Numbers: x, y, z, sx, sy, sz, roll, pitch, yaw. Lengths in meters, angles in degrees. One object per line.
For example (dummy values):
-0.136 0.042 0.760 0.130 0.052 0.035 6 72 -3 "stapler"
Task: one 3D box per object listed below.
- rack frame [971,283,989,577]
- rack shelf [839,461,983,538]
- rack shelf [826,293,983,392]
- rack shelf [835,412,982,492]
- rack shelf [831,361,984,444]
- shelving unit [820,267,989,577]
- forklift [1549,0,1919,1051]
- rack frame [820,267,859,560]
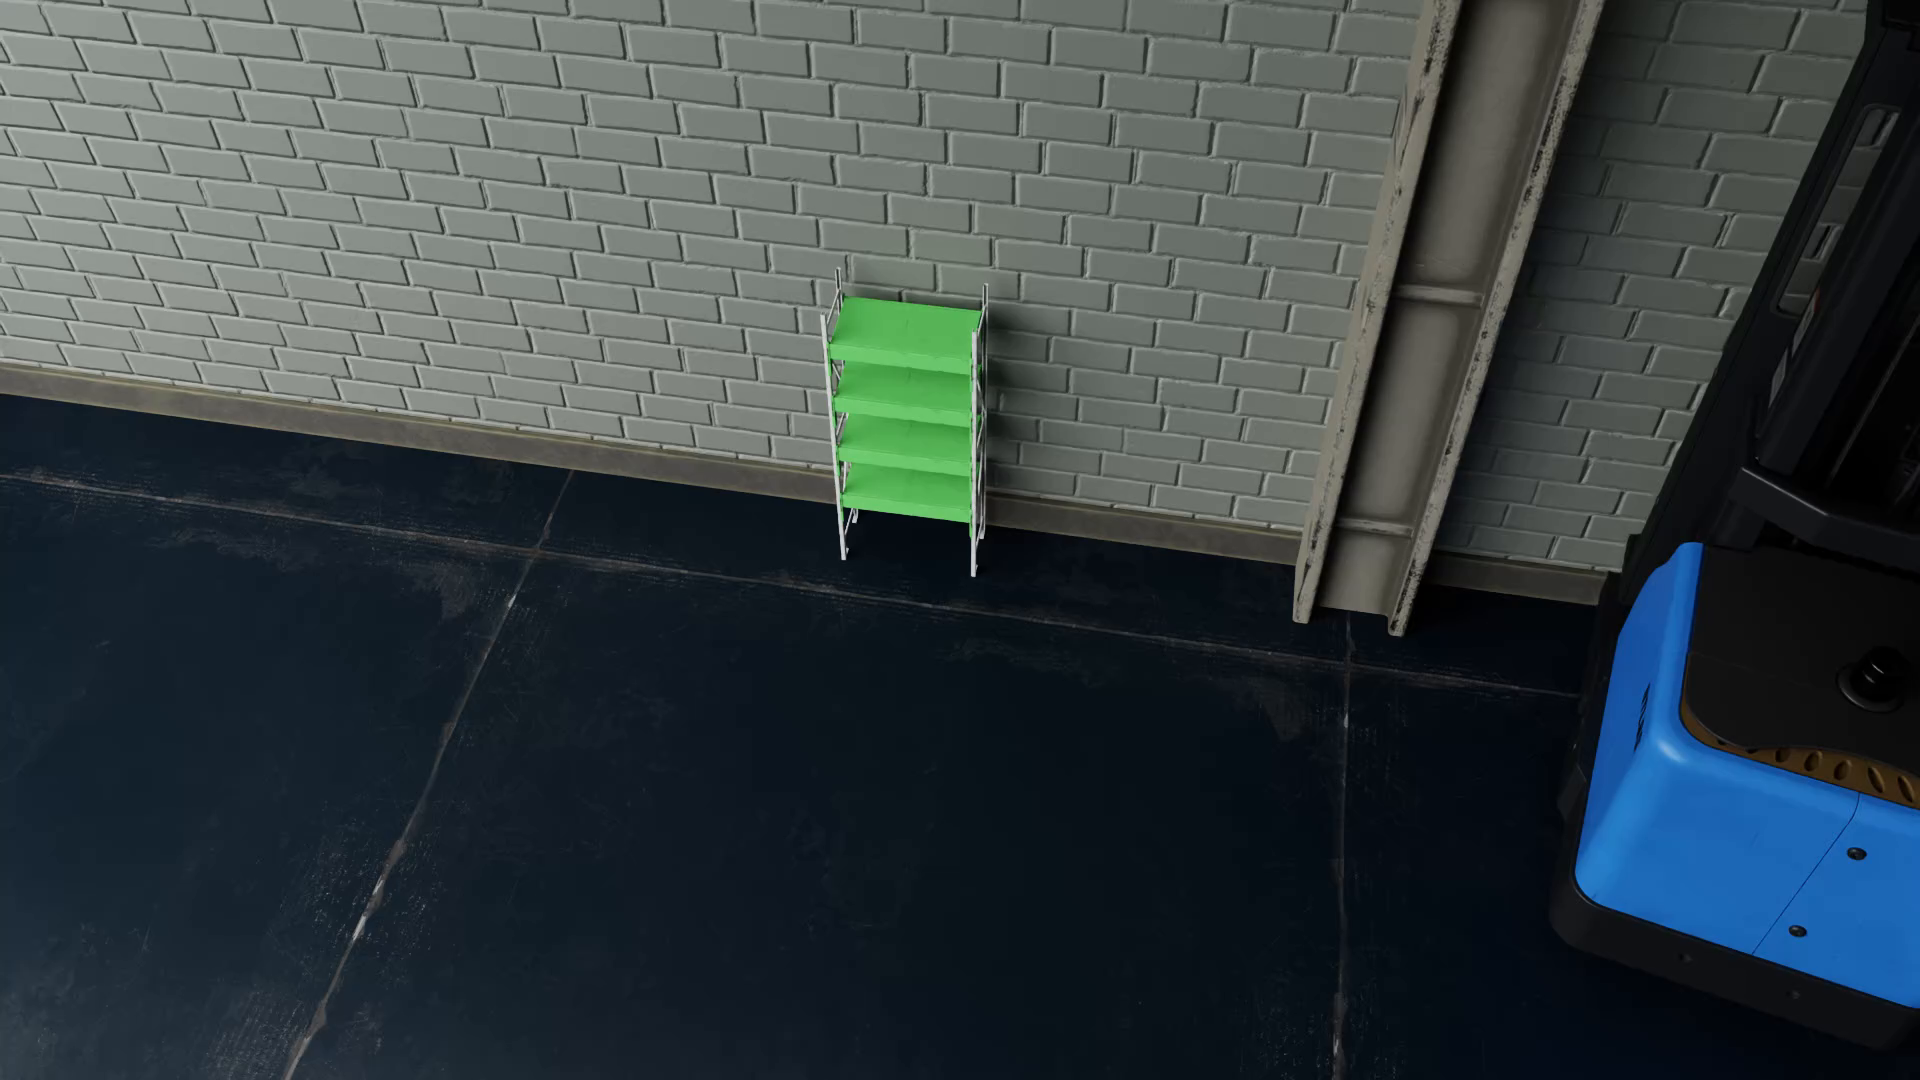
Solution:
0.067 -0.347 5.752 0.015 1.200 0.240 7 50 6 "rack frame"
-0.172 -0.179 6.009 0.480 0.148 0.258 7 50 6 "rack shelf"
-0.175 -0.650 5.465 0.480 0.148 0.258 7 50 6 "rack shelf"
-0.173 -0.336 5.828 0.480 0.148 0.258 7 50 6 "rack shelf"
-0.174 -0.493 5.646 0.480 0.148 0.258 7 50 6 "rack shelf"
-0.173 -0.378 5.779 0.503 1.200 0.258 7 50 6 "shelving unit"
2.839 -0.615 4.832 1.130 2.935 3.031 17 50 15 "forklift"
-0.414 -0.408 5.807 0.015 1.200 0.240 7 50 6 "rack frame"
